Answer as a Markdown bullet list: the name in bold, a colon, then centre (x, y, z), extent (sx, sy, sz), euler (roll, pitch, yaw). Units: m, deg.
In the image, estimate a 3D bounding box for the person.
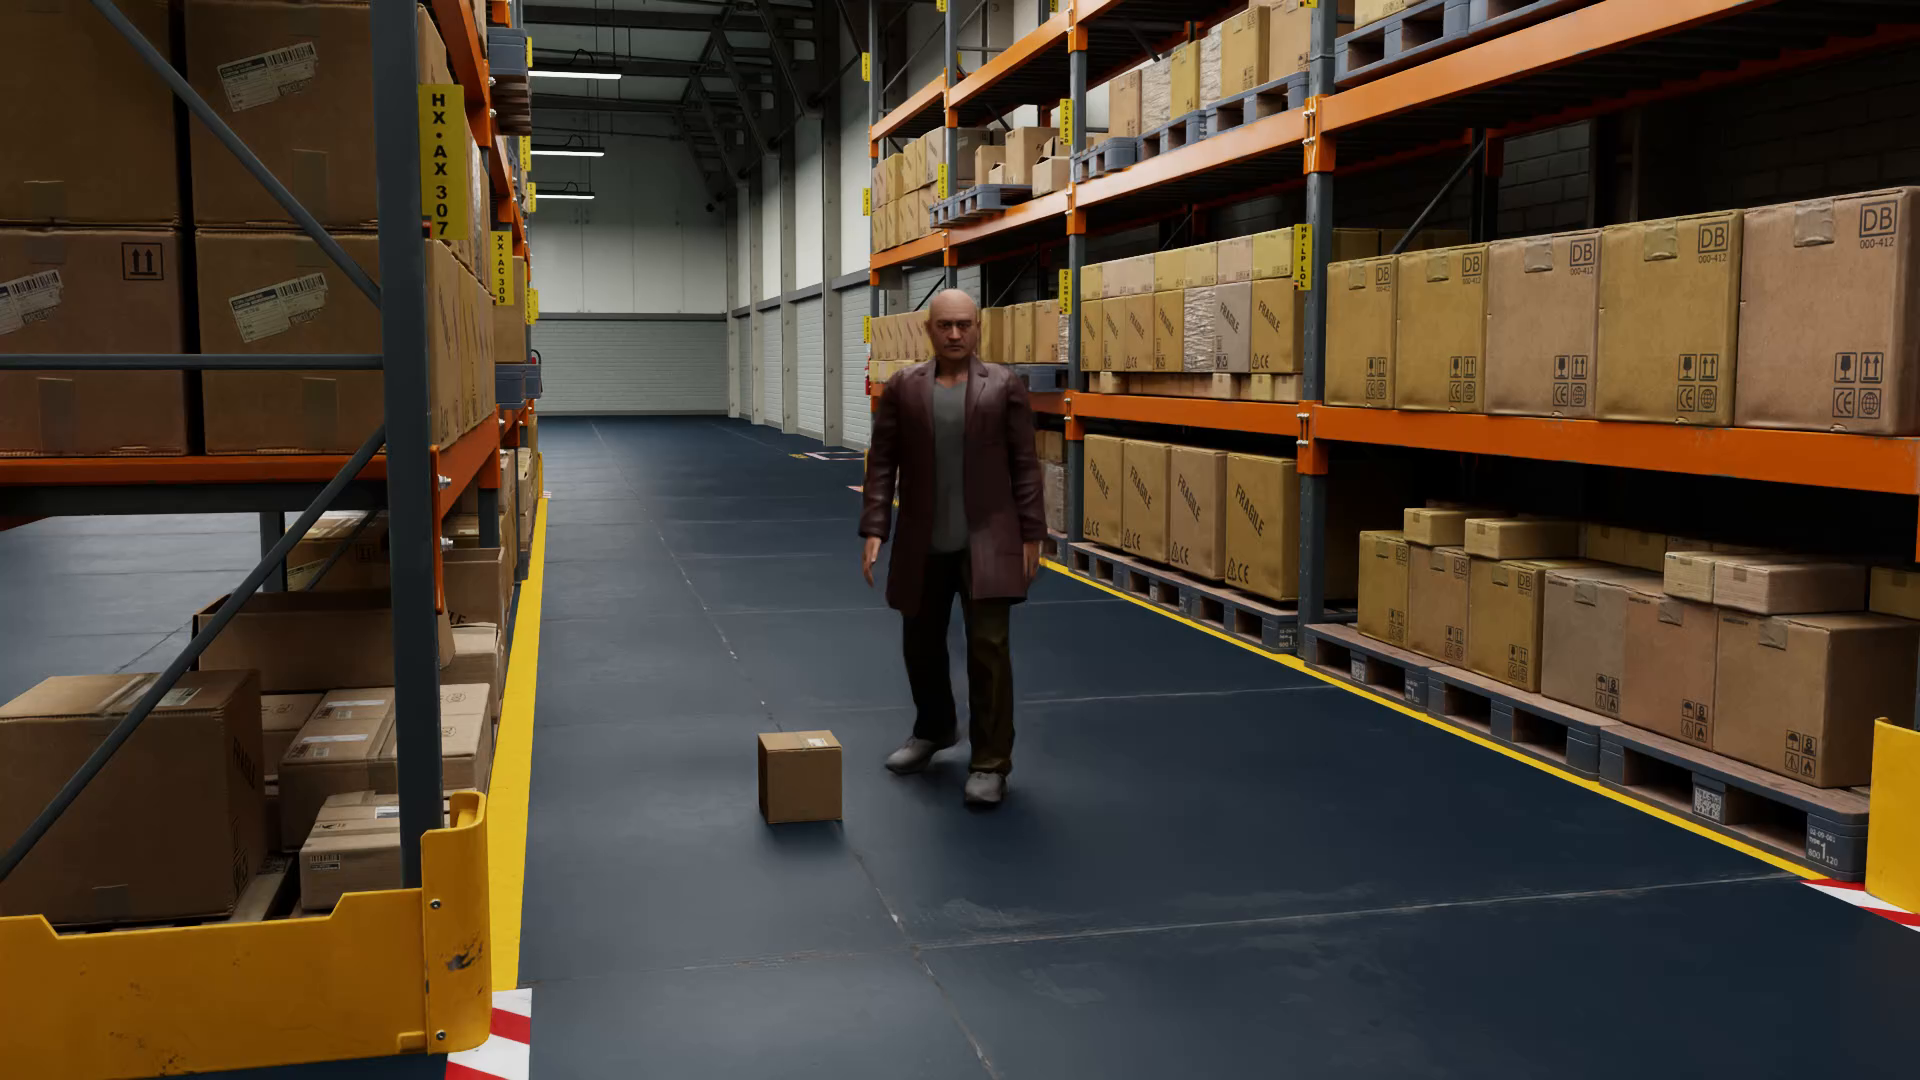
- **person**: centre (-0.023, 0.004, 5.898), extent (0.670, 1.767, 0.814), euler (1, 6, 8)
